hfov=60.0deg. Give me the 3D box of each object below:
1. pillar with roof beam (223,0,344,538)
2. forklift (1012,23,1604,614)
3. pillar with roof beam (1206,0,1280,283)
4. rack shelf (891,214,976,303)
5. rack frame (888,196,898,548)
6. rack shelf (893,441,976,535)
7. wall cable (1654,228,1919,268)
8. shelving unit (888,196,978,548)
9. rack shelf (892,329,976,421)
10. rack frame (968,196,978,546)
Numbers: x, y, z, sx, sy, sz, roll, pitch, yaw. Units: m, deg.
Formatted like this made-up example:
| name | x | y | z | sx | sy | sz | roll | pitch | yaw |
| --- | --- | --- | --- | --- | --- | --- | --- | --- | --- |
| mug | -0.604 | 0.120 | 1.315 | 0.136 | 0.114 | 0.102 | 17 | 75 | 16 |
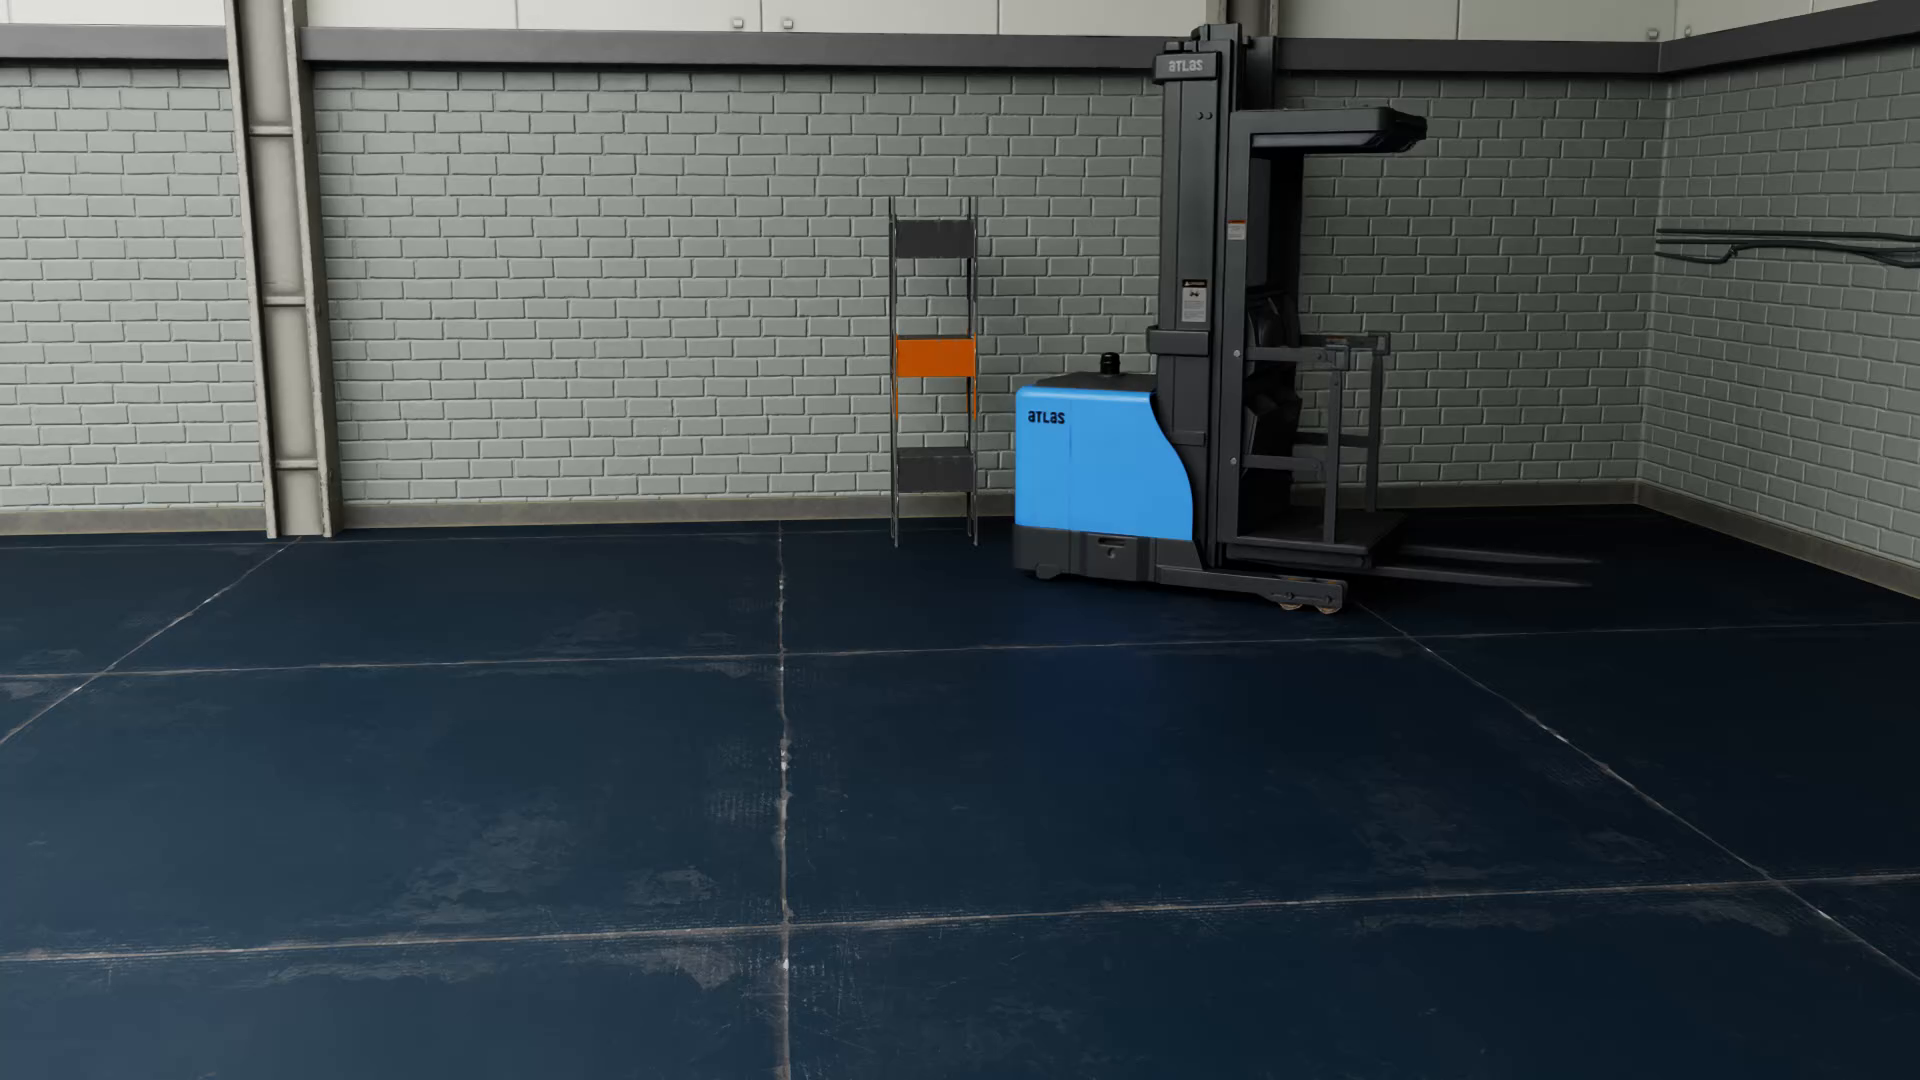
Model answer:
| name | x | y | z | sx | sy | sz | roll | pitch | yaw |
| --- | --- | --- | --- | --- | --- | --- | --- | --- | --- |
| pillar with roof beam | -3.700 | -3.635 | 5.531 | 0.400 | 9.000 | 9.100 | -1 | 11 | -6 |
| forklift | 1.847 | -1.180 | 8.771 | 3.031 | 2.935 | 1.130 | 5 | 12 | 25 |
| pillar with roof beam | 2.265 | -3.760 | 6.167 | 0.400 | 9.000 | 9.100 | -1 | 11 | -6 |
| rack shelf | -0.165 | -1.700 | 10.015 | 0.480 | 0.518 | 0.431 | -1 | 11 | -6 |
| rack frame | -0.407 | -1.022 | 10.122 | 0.015 | 2.100 | 0.400 | -1 | 11 | -6 |
| rack shelf | -0.165 | -0.327 | 10.286 | 0.480 | 0.518 | 0.431 | -1 | 11 | -6 |
| wall cable | 4.872 | -2.870 | 9.688 | 0.112 | 2.526 | 3.097 | -1 | 11 | -6 |
| shelving unit | -0.165 | -1.027 | 10.148 | 0.503 | 2.100 | 0.431 | -1 | 11 | -6 |
| rack shelf | -0.165 | -1.013 | 10.151 | 0.480 | 0.518 | 0.431 | -1 | 11 | -6 |
| rack frame | 0.078 | -1.032 | 10.174 | 0.015 | 2.100 | 0.400 | -1 | 11 | -6 |
